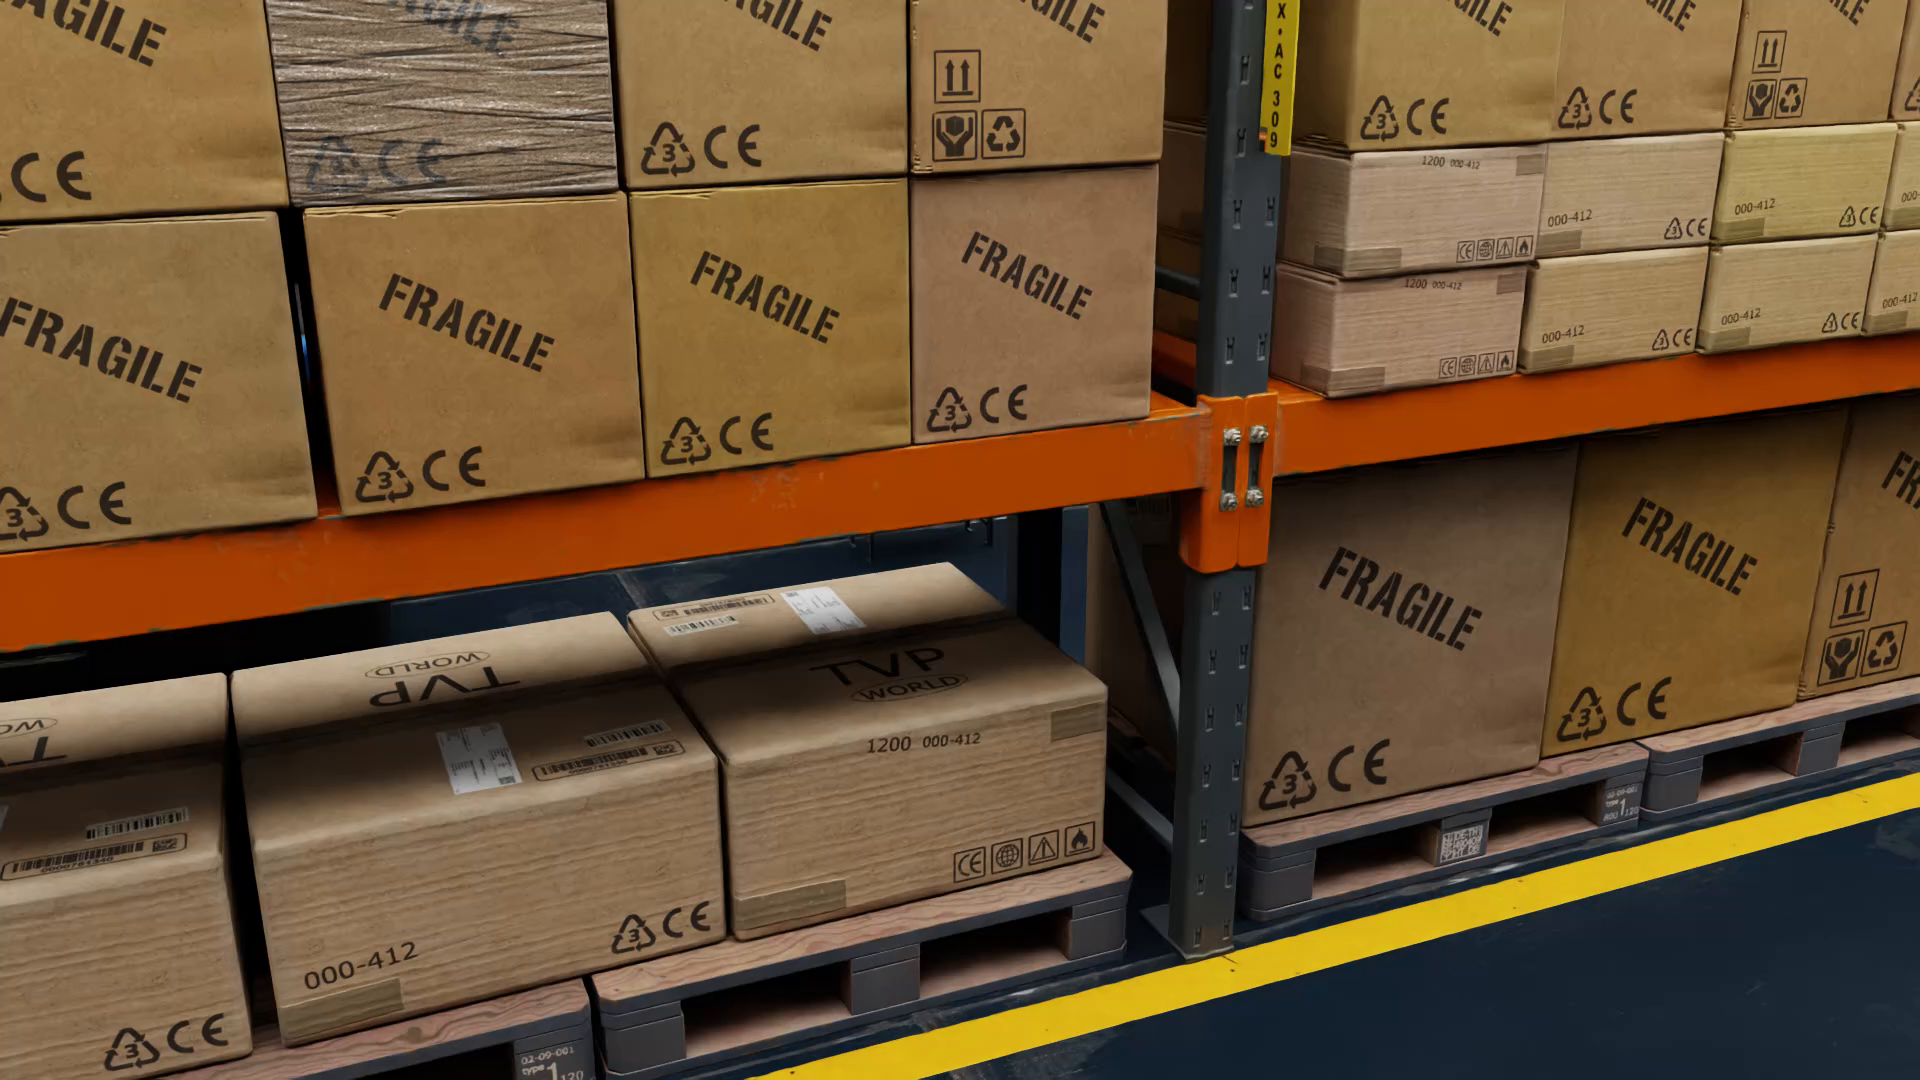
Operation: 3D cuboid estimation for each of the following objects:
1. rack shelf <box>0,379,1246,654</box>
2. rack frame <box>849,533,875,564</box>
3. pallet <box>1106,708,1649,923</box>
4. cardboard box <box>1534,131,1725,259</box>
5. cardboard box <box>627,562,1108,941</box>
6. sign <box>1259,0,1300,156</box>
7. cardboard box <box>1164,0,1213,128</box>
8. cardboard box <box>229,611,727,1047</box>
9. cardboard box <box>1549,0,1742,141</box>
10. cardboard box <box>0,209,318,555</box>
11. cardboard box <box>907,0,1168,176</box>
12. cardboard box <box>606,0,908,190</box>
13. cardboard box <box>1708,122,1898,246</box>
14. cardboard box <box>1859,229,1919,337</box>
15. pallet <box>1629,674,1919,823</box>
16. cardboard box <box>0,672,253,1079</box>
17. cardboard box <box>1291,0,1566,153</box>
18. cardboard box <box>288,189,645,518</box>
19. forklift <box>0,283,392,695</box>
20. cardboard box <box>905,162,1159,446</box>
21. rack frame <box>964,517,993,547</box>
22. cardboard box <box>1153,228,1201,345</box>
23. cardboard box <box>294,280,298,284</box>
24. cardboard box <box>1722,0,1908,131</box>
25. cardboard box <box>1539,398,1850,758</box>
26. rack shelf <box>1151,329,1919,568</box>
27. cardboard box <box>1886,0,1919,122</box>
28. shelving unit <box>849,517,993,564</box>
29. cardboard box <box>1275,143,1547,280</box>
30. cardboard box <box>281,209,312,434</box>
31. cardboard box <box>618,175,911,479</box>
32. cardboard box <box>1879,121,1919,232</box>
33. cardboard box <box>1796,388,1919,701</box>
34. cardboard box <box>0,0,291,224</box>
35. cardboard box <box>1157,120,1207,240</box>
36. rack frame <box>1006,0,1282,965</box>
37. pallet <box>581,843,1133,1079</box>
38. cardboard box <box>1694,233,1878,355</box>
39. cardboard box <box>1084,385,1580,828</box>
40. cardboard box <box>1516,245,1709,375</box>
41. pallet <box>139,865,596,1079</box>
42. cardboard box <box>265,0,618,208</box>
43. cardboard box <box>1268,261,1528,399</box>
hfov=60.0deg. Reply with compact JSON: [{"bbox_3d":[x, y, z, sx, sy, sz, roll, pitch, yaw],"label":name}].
[{"bbox_3d":[-1.462,-0.007,3.110,4.000,0.370,1.077,-8,21,-22],"label":"rack shelf"},{"bbox_3d":[-0.376,-0.512,6.170,0.015,1.200,0.240,-8,21,-22],"label":"rack frame"},{"bbox_3d":[1.053,0.581,4.554,1.213,0.211,1.003,-8,21,-22],"label":"pallet"},{"bbox_3d":[1.358,-0.824,3.818,0.500,0.250,0.500,-8,21,-21],"label":"cardboard box"},{"bbox_3d":[-0.245,0.451,3.951,0.875,0.438,0.875,-8,21,-23],"label":"cardboard box"},{"bbox_3d":[0.596,-0.886,3.100,0.005,0.325,0.100,-8,21,-22],"label":"sign"},{"bbox_3d":[0.685,-1.264,3.939,0.500,0.500,0.500,-7,21,-20],"label":"cardboard box"},{"bbox_3d":[-1.066,0.569,3.616,0.875,0.438,0.875,-9,21,-24],"label":"cardboard box"},{"bbox_3d":[1.349,-1.174,3.684,0.500,0.500,0.500,-8,21,-22],"label":"cardboard box"},{"bbox_3d":[-1.363,-0.314,2.746,0.500,0.500,0.500,-7,21,-20],"label":"cardboard box"},{"bbox_3d":[0.051,-0.982,3.139,0.500,0.500,0.500,-8,21,-22],"label":"cardboard box"},{"bbox_3d":[-0.419,-0.918,2.957,0.500,0.500,0.500,-8,21,-23],"label":"cardboard box"},{"bbox_3d":[1.832,-0.882,3.984,0.500,0.250,0.500,-8,21,-21],"label":"cardboard box"},{"bbox_3d":[2.297,-0.710,4.249,0.500,0.250,0.500,-9,21,-23],"label":"cardboard box"},{"bbox_3d":[2.175,0.419,5.013,1.213,0.211,1.003,-8,21,-22],"label":"pallet"},{"bbox_3d":[-1.895,0.687,3.281,0.875,0.438,0.875,-8,21,-20],"label":"cardboard box"},{"bbox_3d":[0.892,-1.099,3.470,0.500,0.500,0.500,-8,21,-21],"label":"cardboard box"},{"bbox_3d":[-0.876,-0.378,2.928,0.500,0.500,0.500,-8,21,-23],"label":"cardboard box"},{"bbox_3d":[-3.434,-0.981,4.896,3.031,2.935,1.130,-7,20,-18],"label":"forklift"},{"bbox_3d":[0.050,-0.518,3.326,0.500,0.500,0.500,-8,21,-21],"label":"cardboard box"},{"bbox_3d":[0.072,-0.576,6.352,0.015,1.200,0.240,-8,21,-22],"label":"rack frame"},{"bbox_3d":[0.687,-0.675,4.148,0.500,0.250,0.500,-9,21,-23],"label":"cardboard box"},{"bbox_3d":[-2.915,-0.904,7.706,0.500,0.500,0.700,-9,21,-24],"label":"cardboard box"},{"bbox_3d":[1.810,-1.239,3.869,0.500,0.500,0.500,-9,21,-23],"label":"cardboard box"},{"bbox_3d":[1.738,-0.033,4.666,0.875,0.875,0.875,-8,21,-20],"label":"cardboard box"},{"bbox_3d":[2.211,-0.534,4.604,4.000,0.370,1.077,-8,21,-22],"label":"rack shelf"},{"bbox_3d":[2.282,-1.309,4.068,0.500,0.500,0.500,-9,21,-23],"label":"cardboard box"},{"bbox_3d":[-0.152,-0.544,6.261,0.503,1.200,0.258,-8,21,-22],"label":"shelving unit"},{"bbox_3d":[0.890,-0.747,3.599,0.500,0.250,0.500,-9,21,-23],"label":"cardboard box"},{"bbox_3d":[-1.556,-0.479,3.215,0.500,0.500,0.500,-7,21,-20],"label":"cardboard box"},{"bbox_3d":[-0.420,-0.449,3.129,0.500,0.500,0.500,-9,21,-23],"label":"cardboard box"},{"bbox_3d":[2.295,-0.949,4.175,0.500,0.250,0.500,-9,21,-24],"label":"cardboard box"},{"bbox_3d":[2.560,-0.150,4.999,0.875,0.875,0.875,-8,21,-21],"label":"cardboard box"},{"bbox_3d":[-1.346,-0.785,2.578,0.500,0.500,0.500,-8,21,-22],"label":"cardboard box"},{"bbox_3d":[0.683,-0.907,4.054,0.500,0.250,0.500,-8,21,-22],"label":"cardboard box"},{"bbox_3d":[0.374,-0.610,3.737,0.127,3.000,1.000,-8,21,-22],"label":"rack frame"},{"bbox_3d":[-0.355,0.782,3.984,1.213,0.211,1.003,-8,21,-22],"label":"pallet"},{"bbox_3d":[1.834,-0.647,4.070,0.500,0.250,0.500,-8,21,-22],"label":"cardboard box"},{"bbox_3d":[0.912,0.088,4.321,0.875,0.875,0.875,-7,21,-20],"label":"cardboard box"},{"bbox_3d":[1.358,-0.585,3.893,0.500,0.250,0.500,-9,21,-23],"label":"cardboard box"},{"bbox_3d":[-1.477,0.944,3.525,1.213,0.211,1.003,-8,21,-22],"label":"pallet"},{"bbox_3d":[-0.882,-0.848,2.758,0.500,0.500,0.500,-8,21,-21],"label":"cardboard box"},{"bbox_3d":[0.883,-0.516,3.698,0.500,0.250,0.500,-9,21,-23],"label":"cardboard box"}]
